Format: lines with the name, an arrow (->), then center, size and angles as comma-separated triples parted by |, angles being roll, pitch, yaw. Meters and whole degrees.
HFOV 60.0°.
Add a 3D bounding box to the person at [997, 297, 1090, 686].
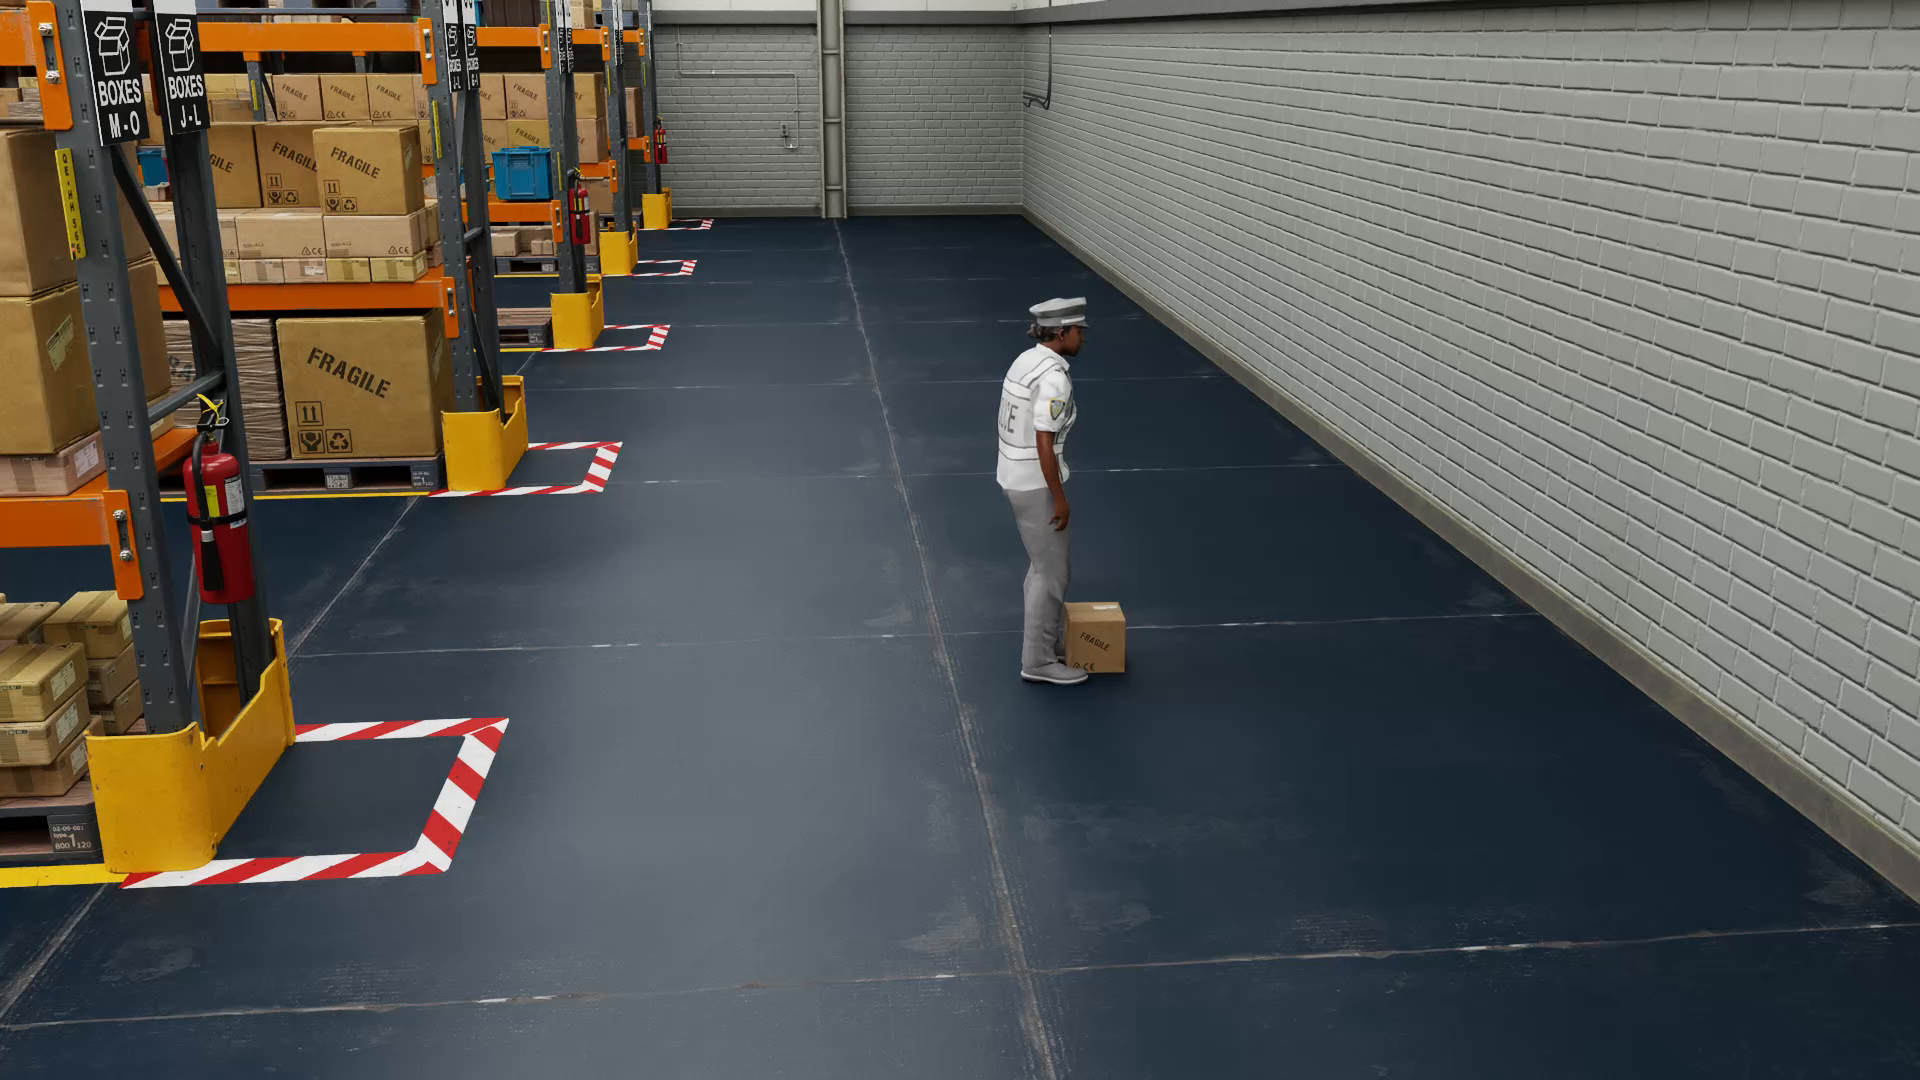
person -> 0.384, -0.226, 7.285 | 0.428, 1.660, 0.530 | -3, 17, -9
